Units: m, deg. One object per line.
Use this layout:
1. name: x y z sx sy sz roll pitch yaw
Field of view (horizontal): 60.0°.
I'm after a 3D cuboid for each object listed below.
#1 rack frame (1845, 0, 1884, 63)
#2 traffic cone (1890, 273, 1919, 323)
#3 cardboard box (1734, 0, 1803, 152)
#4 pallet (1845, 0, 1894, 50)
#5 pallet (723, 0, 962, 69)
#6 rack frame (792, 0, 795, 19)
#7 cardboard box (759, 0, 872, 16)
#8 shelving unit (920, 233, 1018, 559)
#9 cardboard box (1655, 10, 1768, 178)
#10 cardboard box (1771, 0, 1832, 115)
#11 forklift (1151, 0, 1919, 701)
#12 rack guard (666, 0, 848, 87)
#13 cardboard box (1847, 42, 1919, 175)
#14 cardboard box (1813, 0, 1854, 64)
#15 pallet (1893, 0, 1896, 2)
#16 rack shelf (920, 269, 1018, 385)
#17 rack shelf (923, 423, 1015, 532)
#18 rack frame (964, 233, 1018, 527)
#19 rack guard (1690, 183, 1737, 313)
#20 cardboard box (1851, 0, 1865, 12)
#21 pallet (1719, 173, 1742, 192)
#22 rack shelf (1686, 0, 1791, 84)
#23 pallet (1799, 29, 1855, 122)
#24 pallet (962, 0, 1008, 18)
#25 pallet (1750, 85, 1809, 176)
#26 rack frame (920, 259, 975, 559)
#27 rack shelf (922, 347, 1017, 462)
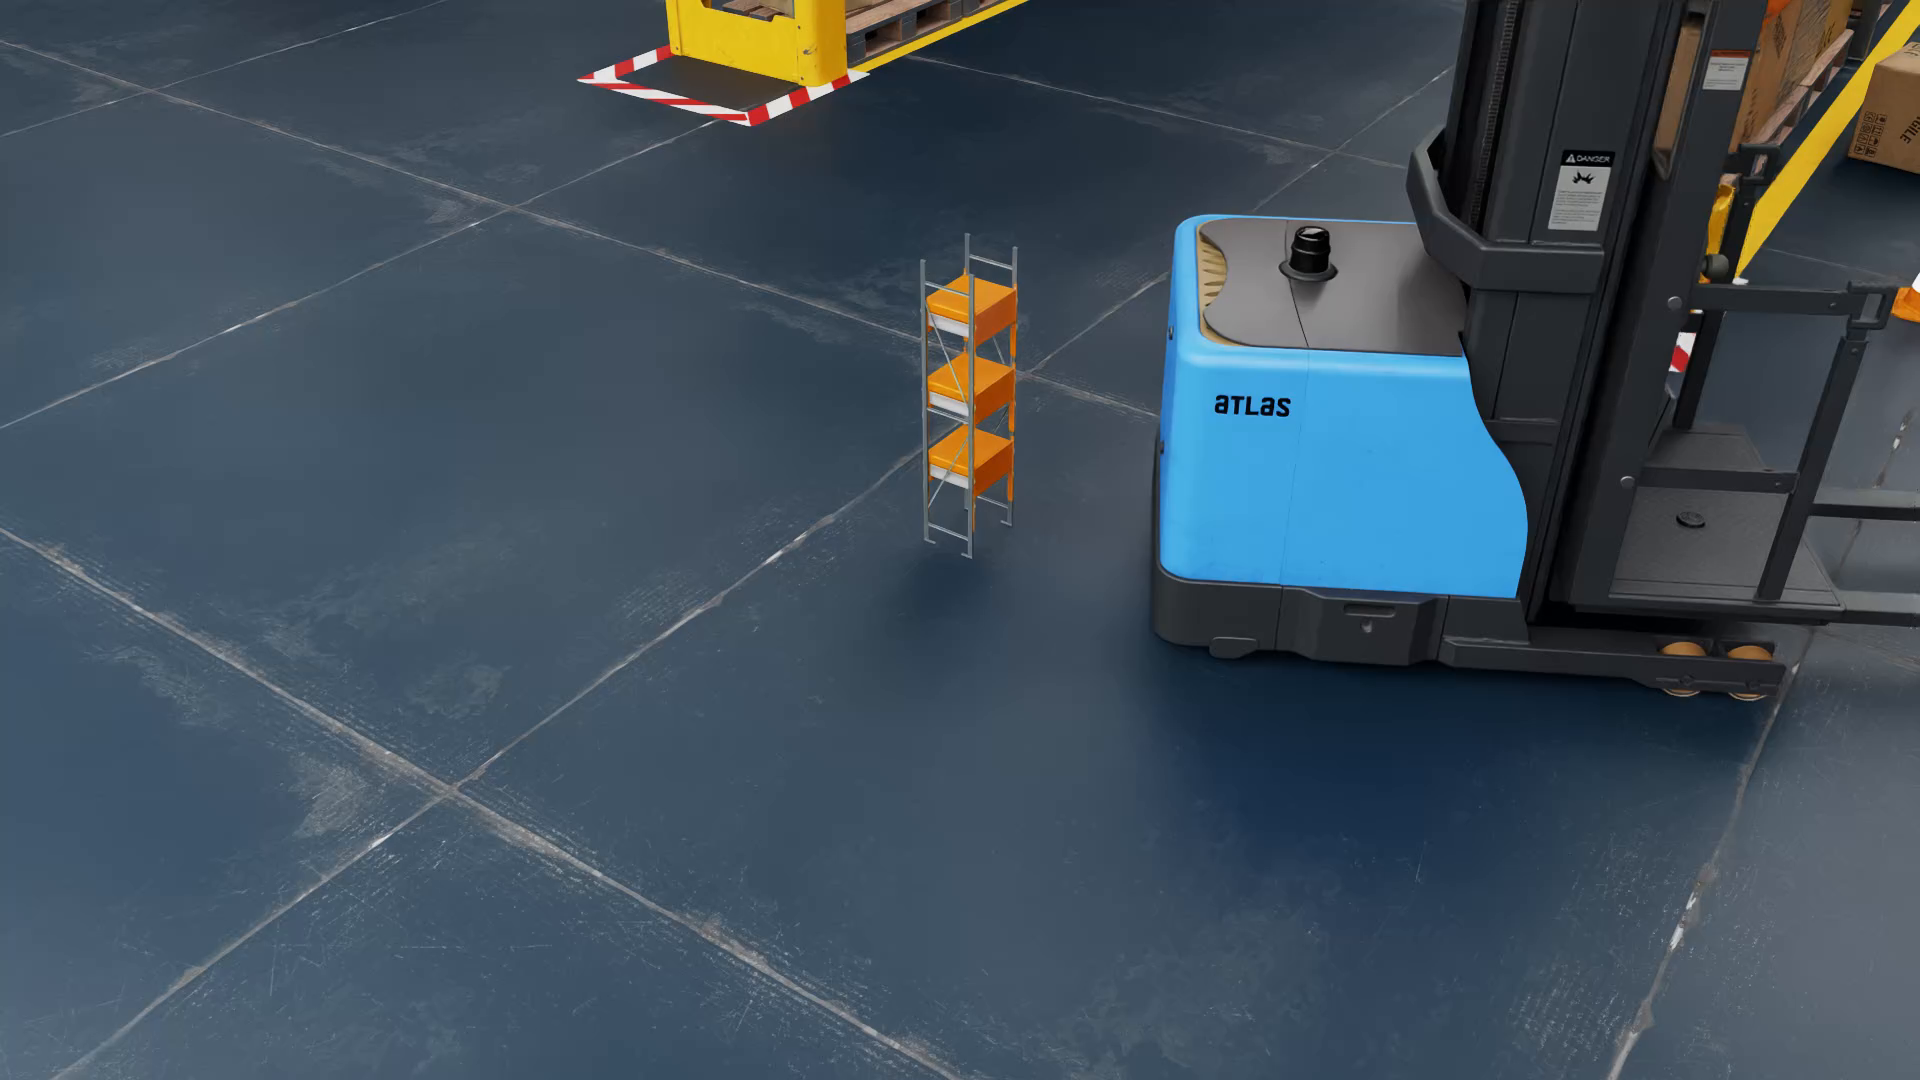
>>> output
1. rack frame: 5.038 -4.291 9.418 1.000 3.000 0.127 21 39 28
2. traffic cone: 4.227 -1.190 7.097 0.336 0.463 0.334 21 39 28
3. cardboard box: 3.590 -2.483 8.266 0.875 0.875 0.875 21 39 27
4. pallet: 5.416 -3.515 10.760 1.003 0.211 1.213 21 39 28
5. pallet: -0.724 -3.324 10.476 1.003 0.211 1.213 21 39 28
6. rack frame: -1.260 -4.081 9.107 1.000 3.000 0.127 21 39 28
7. cardboard box: -0.890 -3.502 10.107 0.500 0.500 0.500 -29 43 -35
8. shelving unit: 0.031 -0.460 5.492 0.215 1.050 0.252 21 39 28
9. cardboard box: 3.090 -2.077 7.666 0.875 0.875 0.875 21 40 28
10. cardboard box: 4.111 -2.902 8.885 0.875 0.875 0.875 22 40 29
11. forklift: 2.151 -1.042 4.675 3.031 2.935 1.130 3 34 5
12. rack guard: -1.217 -3.081 9.859 1.175 0.500 0.348 21 39 28
13. cardboard box: 4.996 -2.215 8.576 0.500 0.500 0.500 29 44 36
14. cardboard box: 4.622 -3.318 9.500 0.875 0.875 0.875 22 40 29
15. pallet: 6.111 -4.079 11.593 1.003 0.211 1.213 21 39 28
16. rack shelf: 0.031 -0.686 5.339 0.215 0.259 0.240 21 39 28
17. rack shelf: 0.031 -0.221 5.654 0.215 0.259 0.240 21 39 28
18. rack frame: 0.100 -0.516 5.575 0.200 1.050 0.008 21 39 28
19. rack guard: 2.744 -1.404 7.380 1.175 0.500 0.348 21 39 28
20. cardboard box: 5.318 -3.848 10.395 1.050 0.750 0.750 21 39 28
21. pallet: 3.149 -1.688 8.058 1.003 0.211 1.213 21 39 28
22. rack shelf: 3.898 -3.073 8.258 1.077 0.370 4.000 21 39 28
23. pallet: 4.540 -2.811 9.718 1.003 0.211 1.213 21 39 28
24. pallet: -0.028 -3.883 11.303 1.003 0.211 1.213 21 39 28
25. pallet: 3.845 -2.247 8.885 1.003 0.211 1.213 21 39 28
26. rack frame: -0.039 -0.403 5.409 0.200 1.050 0.008 21 39 28
27. rack shelf: 0.031 -0.451 5.498 0.215 0.259 0.240 21 39 28
